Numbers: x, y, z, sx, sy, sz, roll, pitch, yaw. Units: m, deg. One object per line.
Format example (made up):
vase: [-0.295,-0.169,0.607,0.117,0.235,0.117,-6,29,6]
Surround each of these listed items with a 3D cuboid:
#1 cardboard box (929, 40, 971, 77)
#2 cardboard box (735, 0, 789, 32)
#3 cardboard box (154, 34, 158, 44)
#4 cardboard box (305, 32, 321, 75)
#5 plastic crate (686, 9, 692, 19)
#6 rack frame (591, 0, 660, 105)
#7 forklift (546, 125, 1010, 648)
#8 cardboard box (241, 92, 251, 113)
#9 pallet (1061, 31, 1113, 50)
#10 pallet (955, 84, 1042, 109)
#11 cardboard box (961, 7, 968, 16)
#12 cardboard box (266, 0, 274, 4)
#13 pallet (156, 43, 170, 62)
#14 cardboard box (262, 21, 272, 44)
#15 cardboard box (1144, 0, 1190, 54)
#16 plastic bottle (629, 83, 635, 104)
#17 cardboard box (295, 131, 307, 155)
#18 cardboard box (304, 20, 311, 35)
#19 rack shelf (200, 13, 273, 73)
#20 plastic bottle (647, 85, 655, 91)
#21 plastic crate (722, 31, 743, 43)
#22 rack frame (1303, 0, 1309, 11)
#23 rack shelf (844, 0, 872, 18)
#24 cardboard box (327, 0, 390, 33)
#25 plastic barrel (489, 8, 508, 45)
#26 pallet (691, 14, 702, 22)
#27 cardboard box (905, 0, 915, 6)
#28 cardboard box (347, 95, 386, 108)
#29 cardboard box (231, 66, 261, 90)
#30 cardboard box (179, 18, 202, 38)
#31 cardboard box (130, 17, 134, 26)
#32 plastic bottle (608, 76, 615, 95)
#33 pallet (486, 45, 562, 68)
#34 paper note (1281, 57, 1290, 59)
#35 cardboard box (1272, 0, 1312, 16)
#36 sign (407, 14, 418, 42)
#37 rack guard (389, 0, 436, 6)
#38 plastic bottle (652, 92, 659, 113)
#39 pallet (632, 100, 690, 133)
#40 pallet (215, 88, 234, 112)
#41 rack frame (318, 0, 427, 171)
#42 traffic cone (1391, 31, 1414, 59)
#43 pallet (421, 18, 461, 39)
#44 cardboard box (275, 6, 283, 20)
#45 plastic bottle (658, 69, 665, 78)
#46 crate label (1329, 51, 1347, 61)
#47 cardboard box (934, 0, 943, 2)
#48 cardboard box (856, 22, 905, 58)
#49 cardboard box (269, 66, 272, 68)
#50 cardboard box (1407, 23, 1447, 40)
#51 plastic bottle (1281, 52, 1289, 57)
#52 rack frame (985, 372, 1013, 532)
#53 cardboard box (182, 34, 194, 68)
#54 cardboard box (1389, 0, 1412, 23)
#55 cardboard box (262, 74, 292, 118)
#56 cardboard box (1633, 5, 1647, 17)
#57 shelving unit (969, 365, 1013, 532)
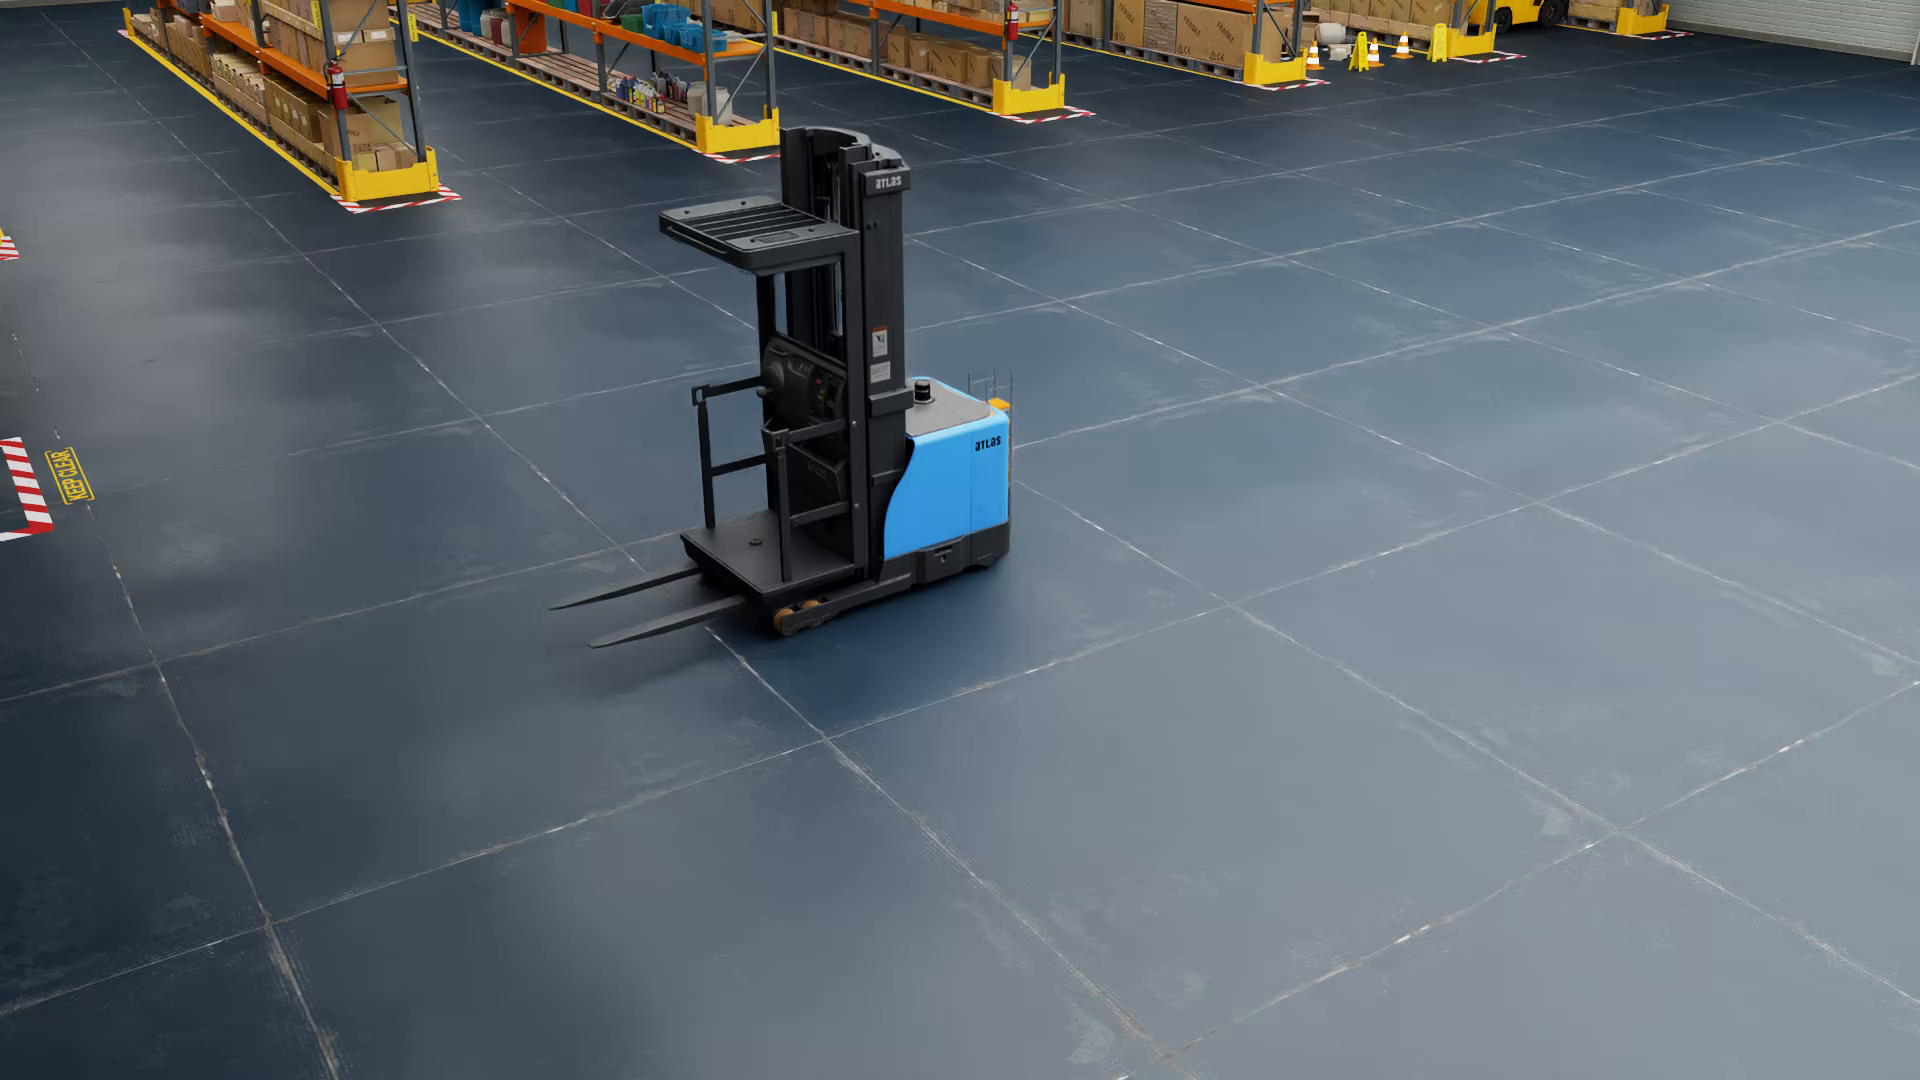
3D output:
cardboard box: [-0.163,-7.973,27.525,0.500,0.500,0.500,-19,31,-34]
cardboard box: [-3.614,-10.384,32.193,1.225,0.875,0.875,-17,30,-32]
cardboard box: [-14.544,-9.195,30.500,0.380,0.149,0.250,-16,29,-30]
cardboard box: [-7.991,-6.316,21.461,0.700,0.500,0.500,-15,29,-29]
plastic crate: [-4.390,-7.919,25.148,0.499,0.251,0.616,-16,29,-30]
rack frame: [-5.221,-8.319,25.820,1.000,3.000,0.127,-16,29,-30]
forklift: [-1.153,-0.982,10.359,3.031,2.935,1.130,-17,30,-32]
cardboard box: [-10.397,-6.557,24.818,0.500,0.250,0.500,-15,29,-28]
pallet: [2.655,-9.590,31.780,1.003,0.211,1.213,-16,29,-30]
pallet: [0.657,-7.107,26.521,1.003,0.211,1.213,-16,29,-30]
cardboard box: [0.243,-8.342,26.163,0.380,0.149,0.250,-16,29,-30]
cardboard box: [-9.126,-7.640,22.747,0.700,0.500,0.500,-15,29,-29]
pallet: [-14.115,-9.012,30.555,1.003,0.211,1.213,-16,29,-30]
cardboard box: [-9.679,-7.264,23.761,0.500,0.250,0.500,-14,28,-26]
cardboard box: [3.919,-9.259,29.809,0.875,0.875,0.875,-15,29,-29]
plastic bottle: [-4.970,-6.768,25.201,0.061,0.283,0.133,-14,29,-27]
cardboard box: [-8.559,-5.338,22.236,0.500,0.250,0.500,-16,29,-30]
cardboard box: [-8.121,-6.535,21.165,0.380,0.149,0.250,-15,29,-28]
rack shelf: [-10.465,-7.556,25.047,1.077,0.370,4.000,-16,29,-30]
plastic bottle: [-4.683,-6.725,25.119,0.152,0.276,0.135,-16,29,-30]
plastic crate: [-3.257,-7.164,23.683,0.298,0.136,0.250,-16,29,-30]
rack frame: [7.232,-11.782,33.158,1.000,3.000,0.127,-16,29,-30]
rack shelf: [-2.163,-9.863,29.934,1.077,0.370,4.000,-16,29,-30]
cardboard box: [-7.463,-6.556,20.449,0.700,0.500,0.500,-15,29,-29]
plastic barrel: [-8.303,-9.424,30.494,0.600,0.588,0.708,-16,29,-30]
pallet: [-4.954,-10.815,34.375,1.003,0.211,1.213,-16,29,-30]
cardboard box: [-0.674,-8.851,27.242,0.380,0.149,0.250,-16,29,-30]
cardboard box: [-7.854,-5.619,21.951,0.500,0.500,0.500,-16,29,-30]
cardboard box: [-10.666,-6.988,25.074,0.500,0.311,0.500,-16,30,-30]
cardboard box: [-12.861,-8.668,28.095,0.500,0.250,0.500,-16,30,-31]
cardboard box: [-15.984,-10.138,32.498,0.380,0.149,0.250,-16,29,-30]
plastic bottle: [-5.415,-7.068,25.851,0.097,0.271,0.097,0,25,0]
pallet: [-7.870,-8.761,30.023,1.003,0.211,1.213,-16,29,-30]
paper note: [5.912,-8.760,30.236,0.144,0.017,0.142,-6,26,-12]
cardboard box: [6.943,-10.971,34.025,0.950,0.372,0.625,-15,29,-29]
sign: [-6.722,-6.290,20.415,0.100,0.325,0.005,-16,29,-30]
rack guard: [-11.796,-11.486,35.458,1.175,0.500,0.348,-16,29,-30]
plastic bottle: [-4.487,-6.451,24.530,0.061,0.283,0.133,-15,29,-28]
pallet: [-4.219,-6.371,24.961,1.003,0.211,1.213,-16,29,-30]
pallet: [-11.140,-7.032,26.361,1.003,0.211,1.213,-16,29,-30]
rack frame: [-7.190,-5.735,20.347,1.000,3.000,0.127,-16,29,-30]
traffic cone: [8.100,-9.058,30.357,0.336,0.463,0.334,-16,29,-30]
pallet: [-10.022,-10.173,33.015,1.003,0.211,1.213,-16,29,-30]
cardboard box: [-8.965,-7.088,22.336,0.380,0.149,0.250,-16,30,-30]
plastic bottle: [-4.628,-7.157,25.946,0.144,0.351,0.185,-16,30,-31]
crate label: [6.874,-8.797,30.186,0.298,0.136,0.250,12,28,24]
cardboard box: [-0.038,-8.946,26.685,0.875,0.500,0.500,-16,29,-30]
cardboard box: [-1.389,-8.766,29.181,0.700,0.500,0.500,-18,31,-33]
cardboard box: [-10.502,-7.301,25.737,0.500,0.311,0.500,-16,30,-30]
cardboard box: [8.736,-9.533,31.122,0.500,0.250,0.500,-16,29,-30]
plastic bottle: [5.882,-8.923,30.543,0.283,0.061,0.133,18,31,33]
rack frame: [0.267,-0.571,11.517,0.240,1.200,0.006,-18,31,-33]
cardboard box: [-12.838,-8.316,28.228,0.500,0.500,0.500,-17,30,-31]
cardboard box: [8.472,-10.049,31.336,0.500,0.500,0.500,-14,29,-28]
cardboard box: [-9.383,-6.213,23.209,0.500,0.500,0.500,-16,29,-30]
cardboard box: [13.468,-10.678,33.546,0.500,0.250,0.500,-15,29,-29]
shelving unit: [0.211,-0.602,11.583,0.258,1.200,0.189,-18,31,-33]
